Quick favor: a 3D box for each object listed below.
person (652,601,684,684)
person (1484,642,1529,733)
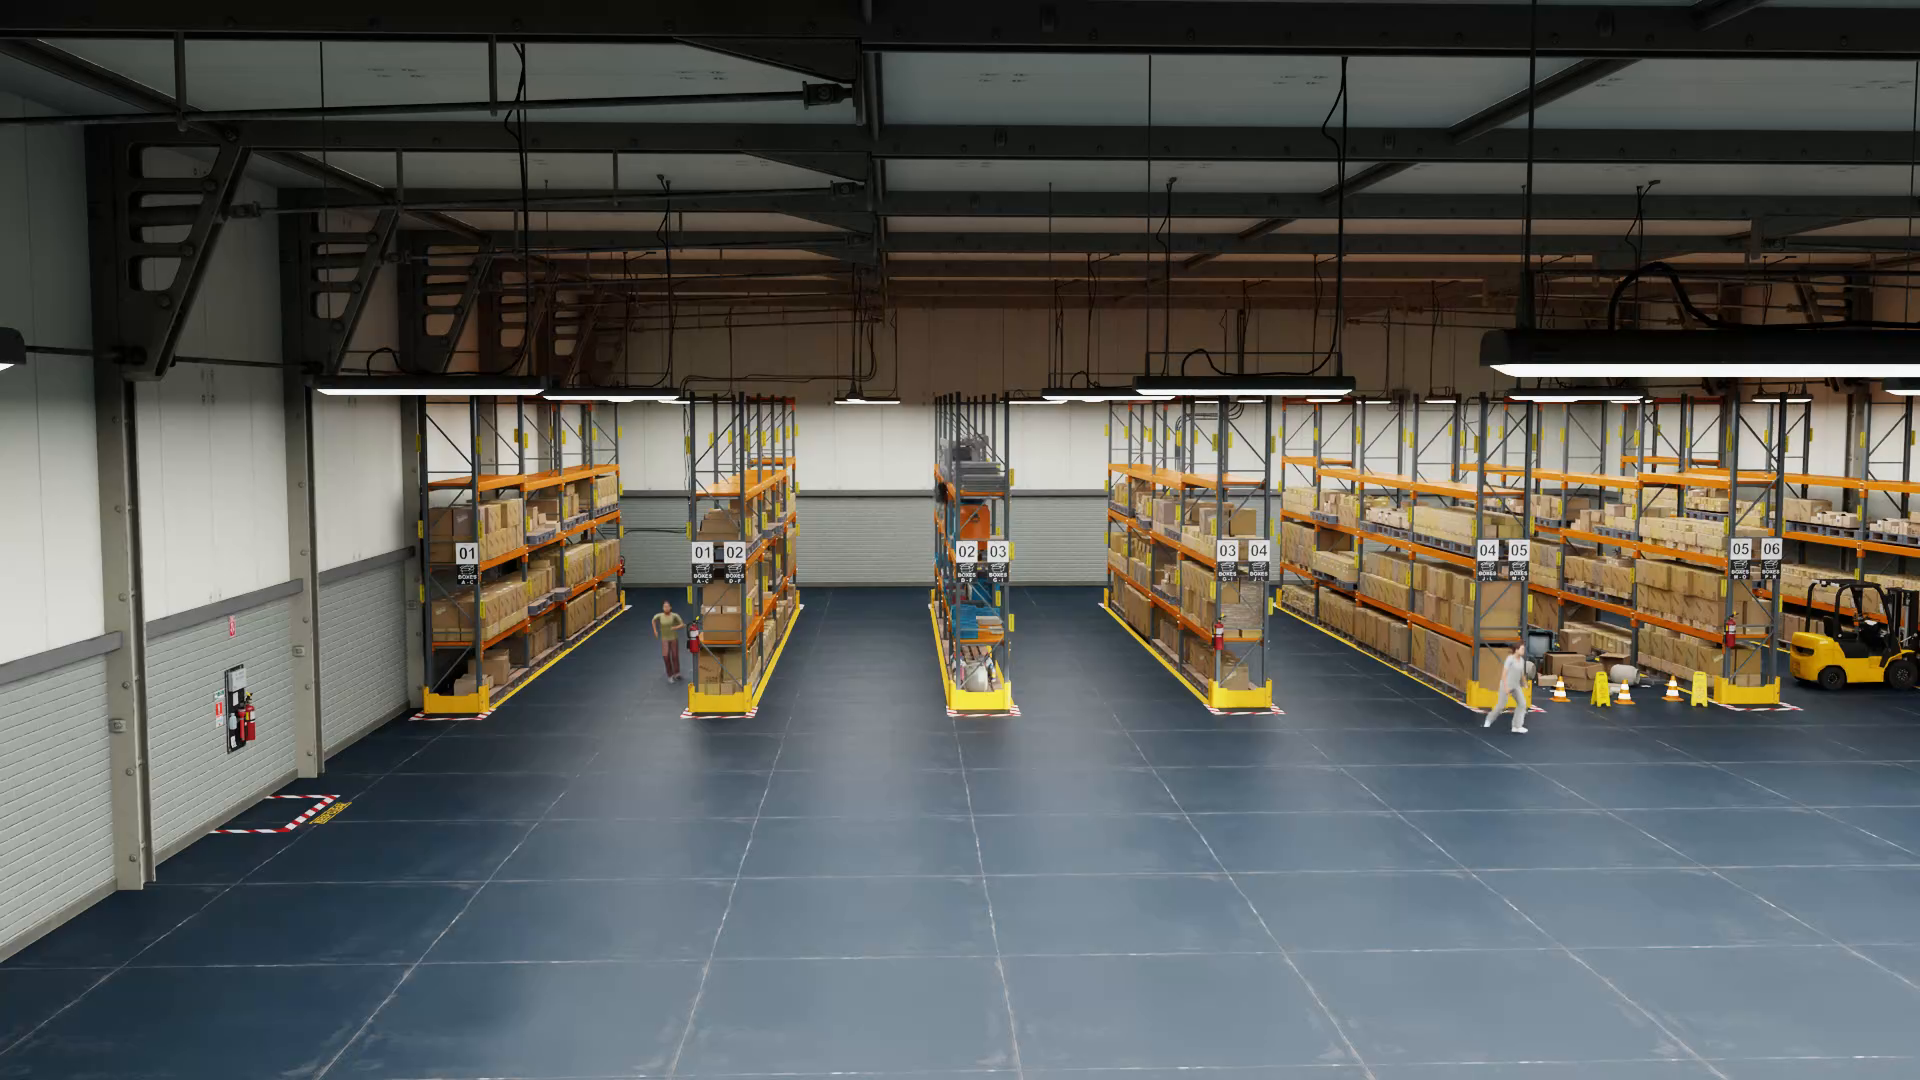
[{"bbox_3d":[-6.091,2.121,34.718,0.671,1.717,0.713,0,5,-5],"label":"person"},{"bbox_3d":[9.702,2.574,29.427,0.627,1.598,0.816,-3,6,-34],"label":"person"}]
